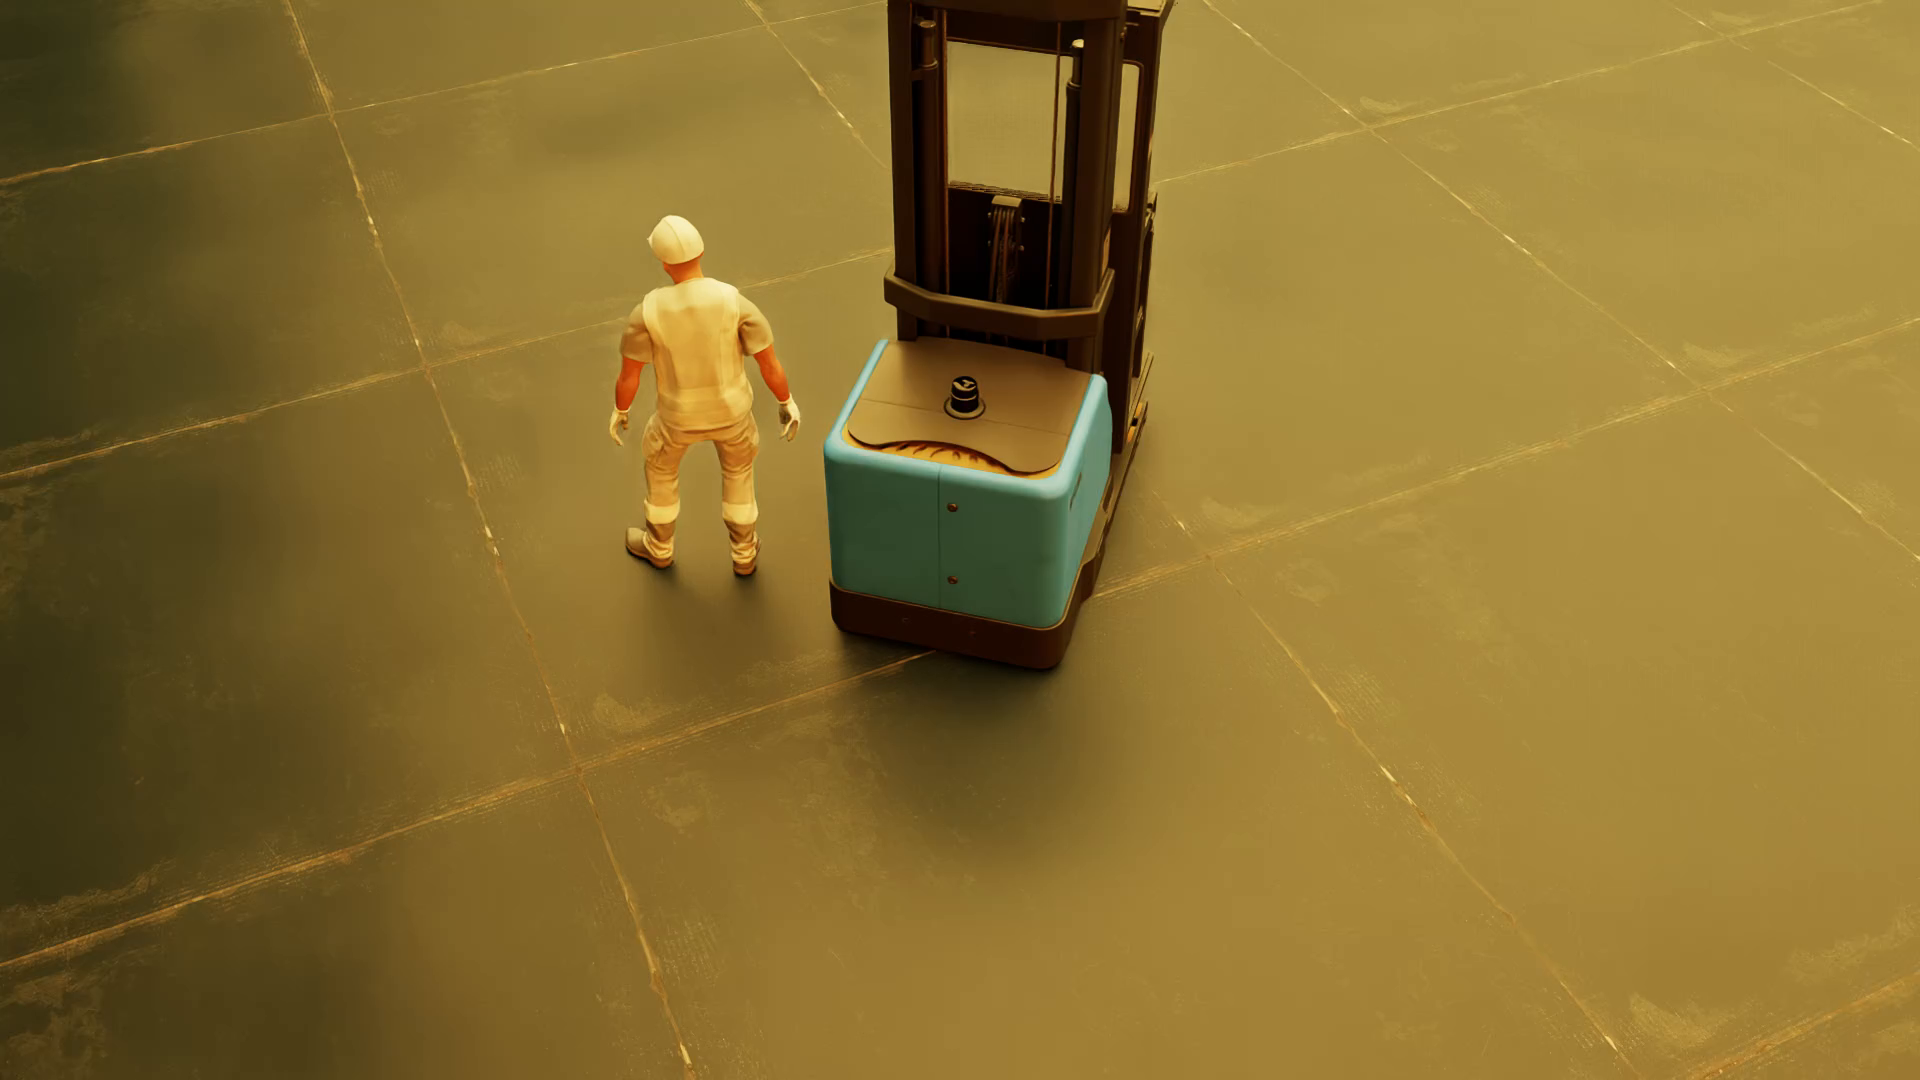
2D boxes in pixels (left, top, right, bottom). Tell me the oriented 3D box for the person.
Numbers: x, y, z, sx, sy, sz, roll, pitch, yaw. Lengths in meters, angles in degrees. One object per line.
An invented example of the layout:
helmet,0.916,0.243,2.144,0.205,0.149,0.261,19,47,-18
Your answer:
person,-1.132,-0.600,7.190,0.854,1.750,0.433,-7,43,-7

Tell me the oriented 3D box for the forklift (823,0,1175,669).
forklift,0.320,-1.540,7.330,1.130,2.935,3.031,11,44,11
